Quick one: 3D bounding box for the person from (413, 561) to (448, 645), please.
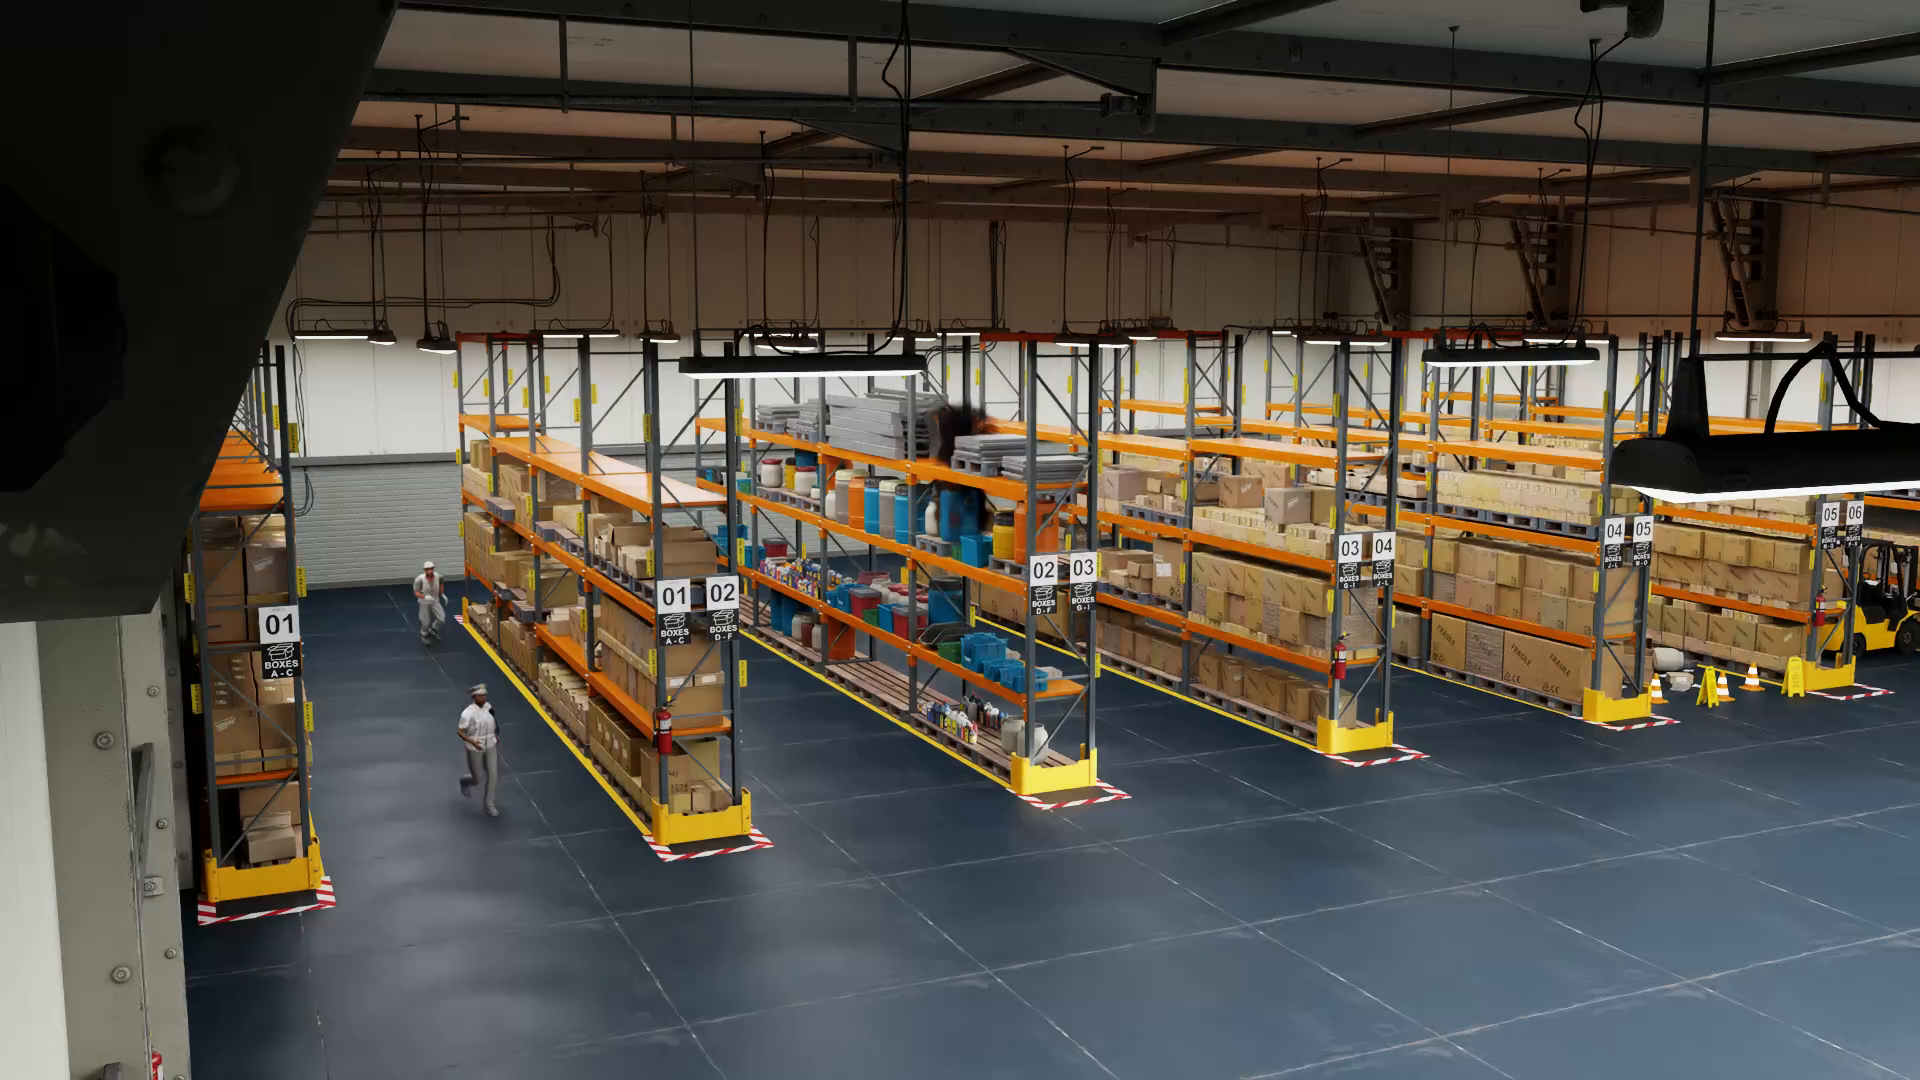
[{"bbox_3d":[-10.125,1.214,31.856,0.693,1.672,0.816,-5,9,-34],"label":"person"}]

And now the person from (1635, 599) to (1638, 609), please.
[{"bbox_3d":[14.106,0.760,35.316,0.598,1.659,0.942,-5,9,-32],"label":"person"}]

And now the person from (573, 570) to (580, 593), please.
[{"bbox_3d":[-8.189,0.820,35.120,0.751,1.640,0.531,7,10,41],"label":"person"}]

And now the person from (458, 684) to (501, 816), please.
[{"bbox_3d":[-6.157,2.654,21.298,0.582,1.686,0.780,-8,11,-44],"label":"person"}]
